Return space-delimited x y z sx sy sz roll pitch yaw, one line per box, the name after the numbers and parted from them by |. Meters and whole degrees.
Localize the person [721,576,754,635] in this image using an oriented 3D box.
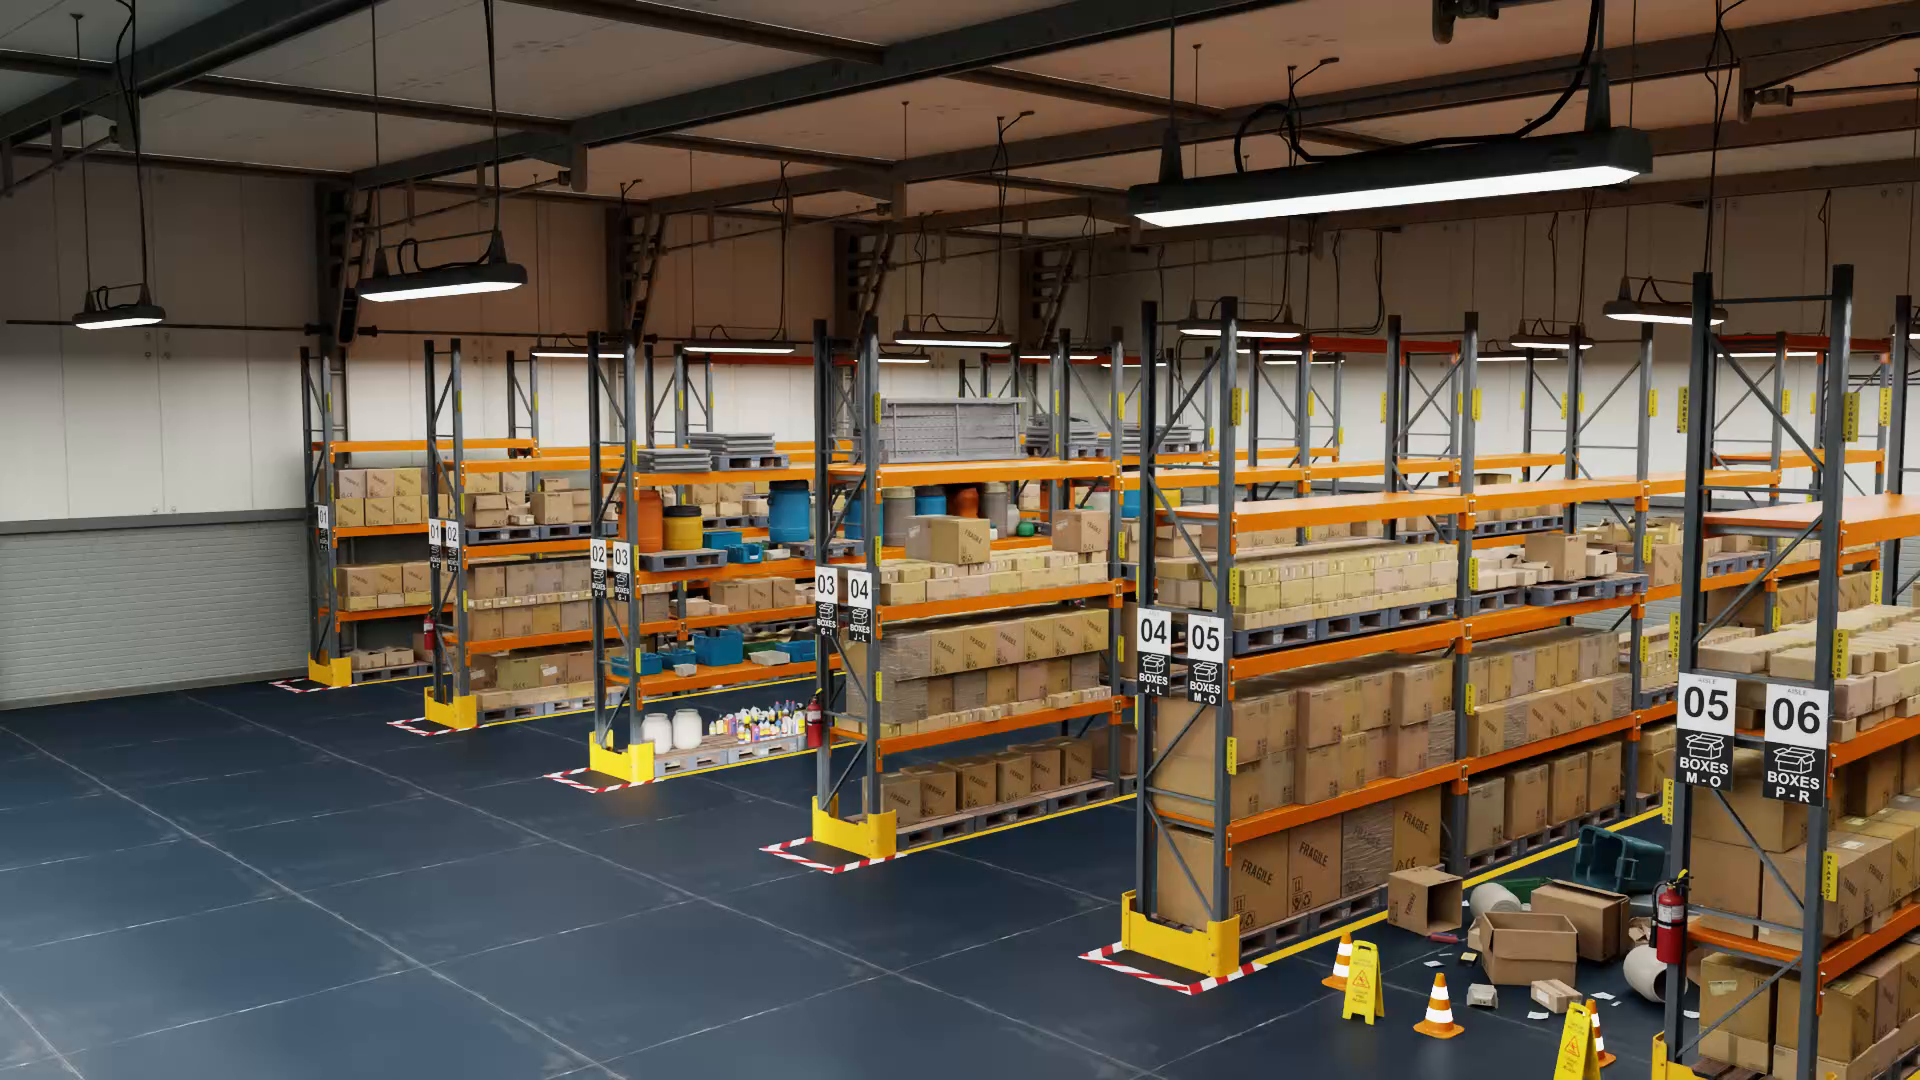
-4.527 1.391 33.661 0.636 1.618 0.915 2 5 21 | person
